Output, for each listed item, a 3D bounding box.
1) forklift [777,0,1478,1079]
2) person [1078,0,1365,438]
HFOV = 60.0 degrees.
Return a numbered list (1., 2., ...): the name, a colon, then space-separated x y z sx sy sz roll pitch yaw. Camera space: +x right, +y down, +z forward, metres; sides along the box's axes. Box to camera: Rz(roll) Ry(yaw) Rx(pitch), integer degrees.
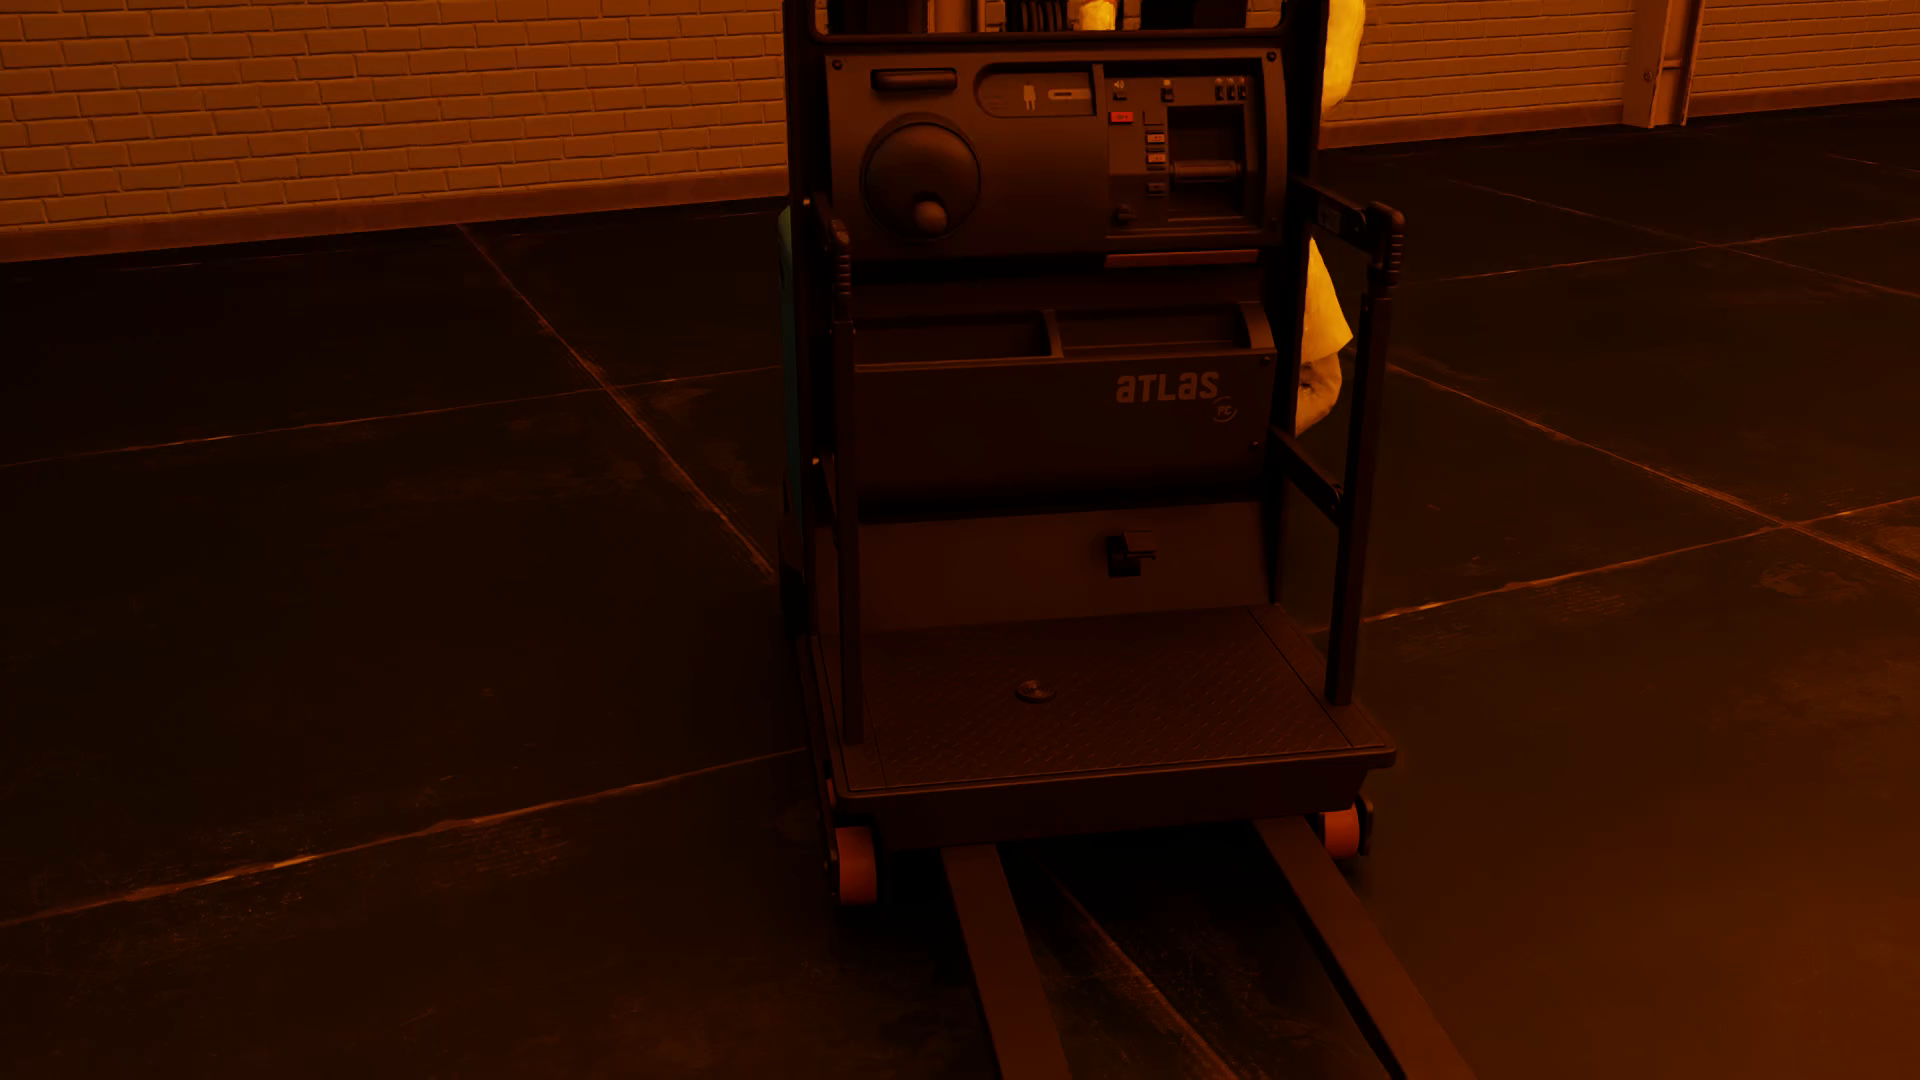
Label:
1. forklift: 0.236 -0.765 3.128 1.130 2.935 3.031 -4 23 -9
2. person: 0.791 -1.001 5.342 0.805 1.728 1.090 -15 27 -31
